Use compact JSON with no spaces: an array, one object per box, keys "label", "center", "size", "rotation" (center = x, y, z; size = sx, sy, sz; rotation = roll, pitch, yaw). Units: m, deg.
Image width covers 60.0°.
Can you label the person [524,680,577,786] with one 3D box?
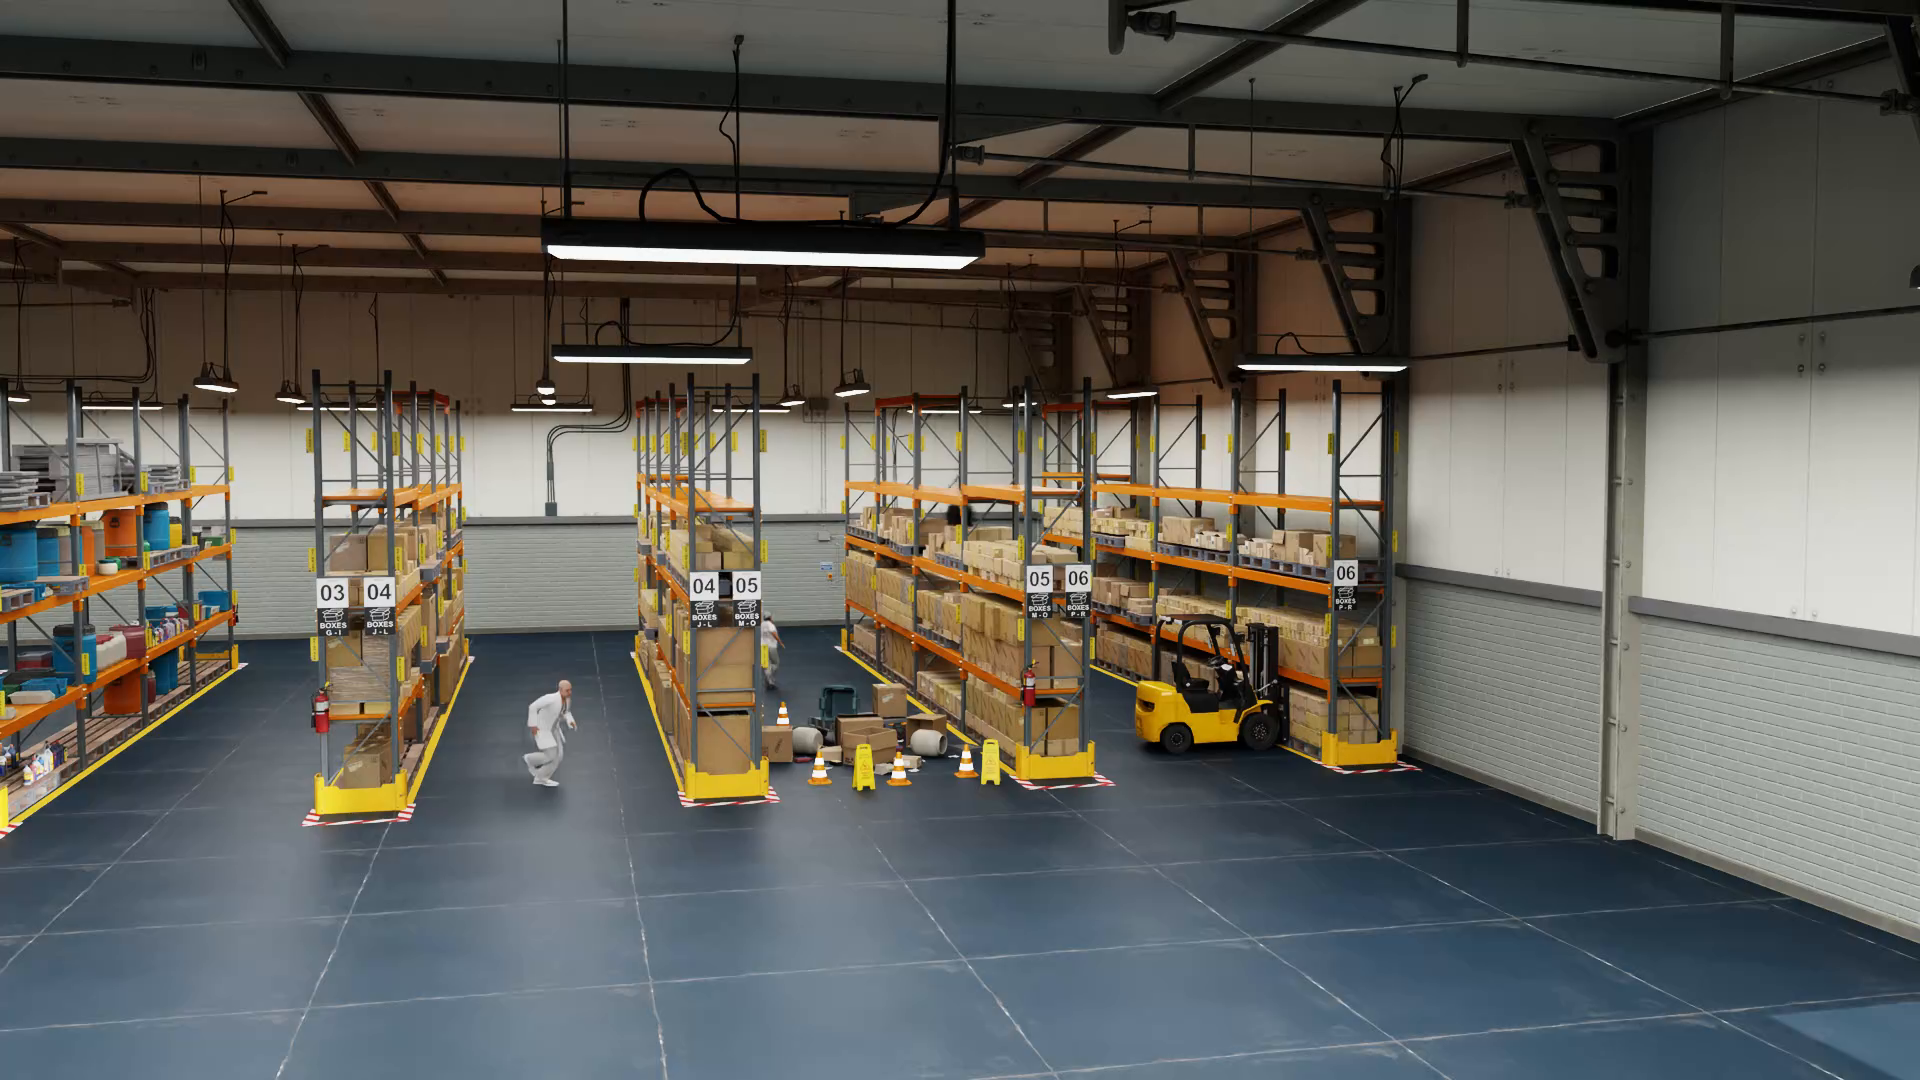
[{"label":"person","center":[-6.022,2.900,24.242],"size":[0.887,1.425,0.738],"rotation":[2,4,29]}]

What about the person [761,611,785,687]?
[{"label":"person","center":[-3.955,2.265,34.229],"size":[0.717,1.600,0.630],"rotation":[1,4,21]}]
